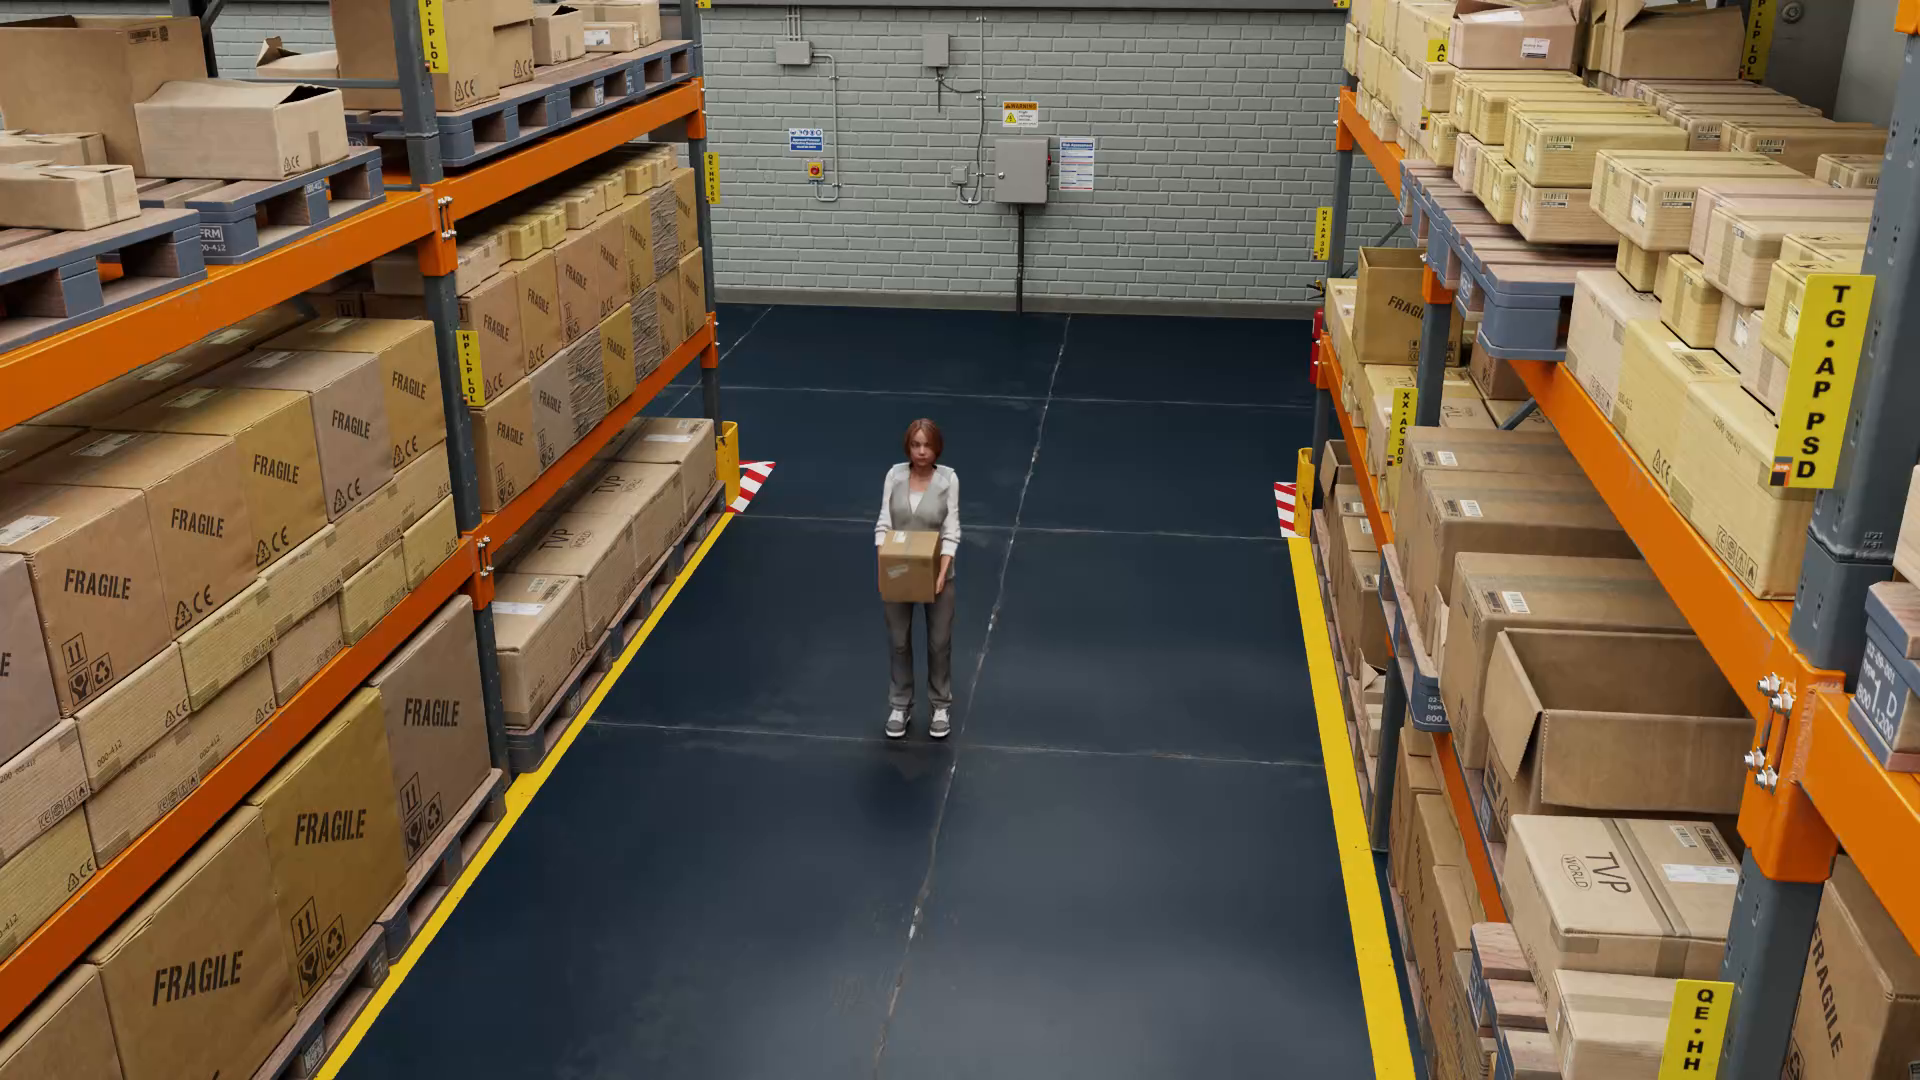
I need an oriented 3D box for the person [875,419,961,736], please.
[{"bbox_3d":[-0.203,0.215,8.052,0.412,1.593,0.488,2,22,6],"label":"person"}]
